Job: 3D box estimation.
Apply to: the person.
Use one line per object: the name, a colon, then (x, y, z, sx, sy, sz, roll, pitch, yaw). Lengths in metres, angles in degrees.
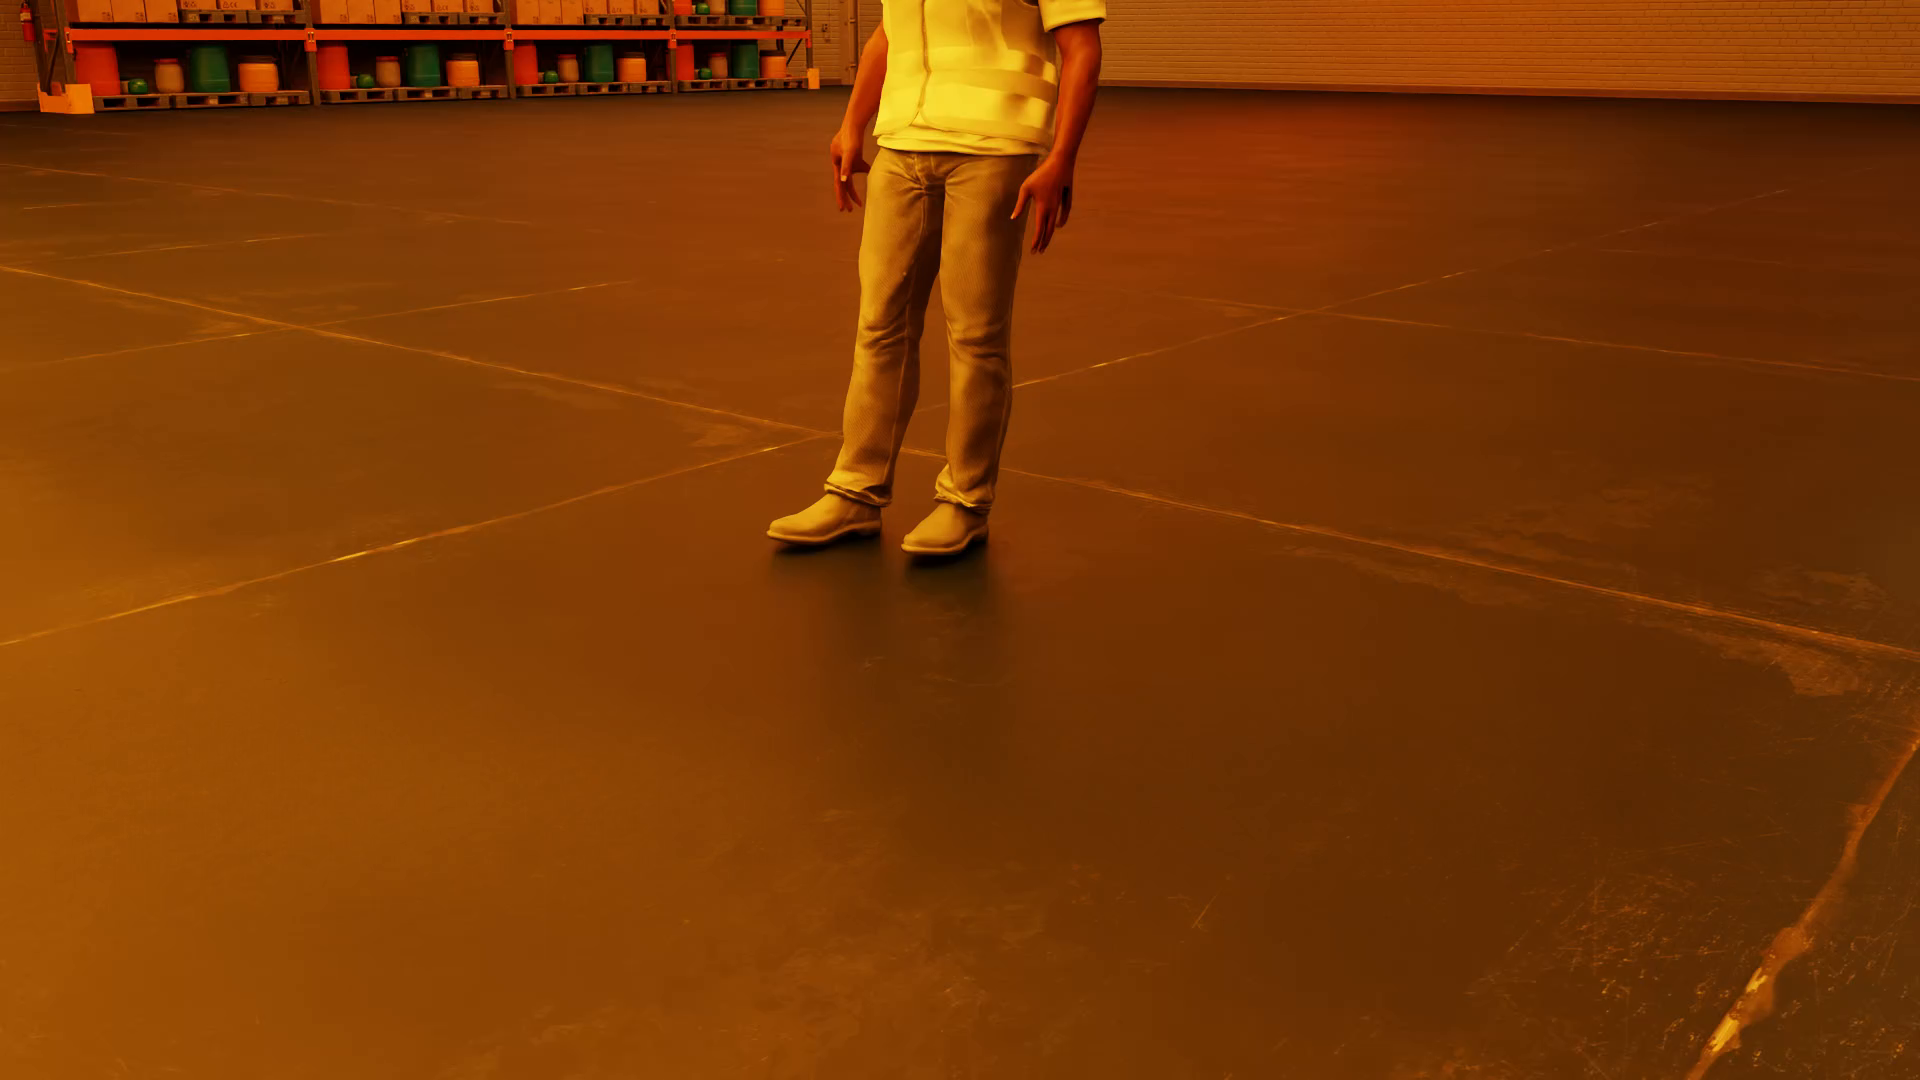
person: (-0.049, -0.838, 3.636, 0.665, 1.765, 0.577, 13, 21, 37)
